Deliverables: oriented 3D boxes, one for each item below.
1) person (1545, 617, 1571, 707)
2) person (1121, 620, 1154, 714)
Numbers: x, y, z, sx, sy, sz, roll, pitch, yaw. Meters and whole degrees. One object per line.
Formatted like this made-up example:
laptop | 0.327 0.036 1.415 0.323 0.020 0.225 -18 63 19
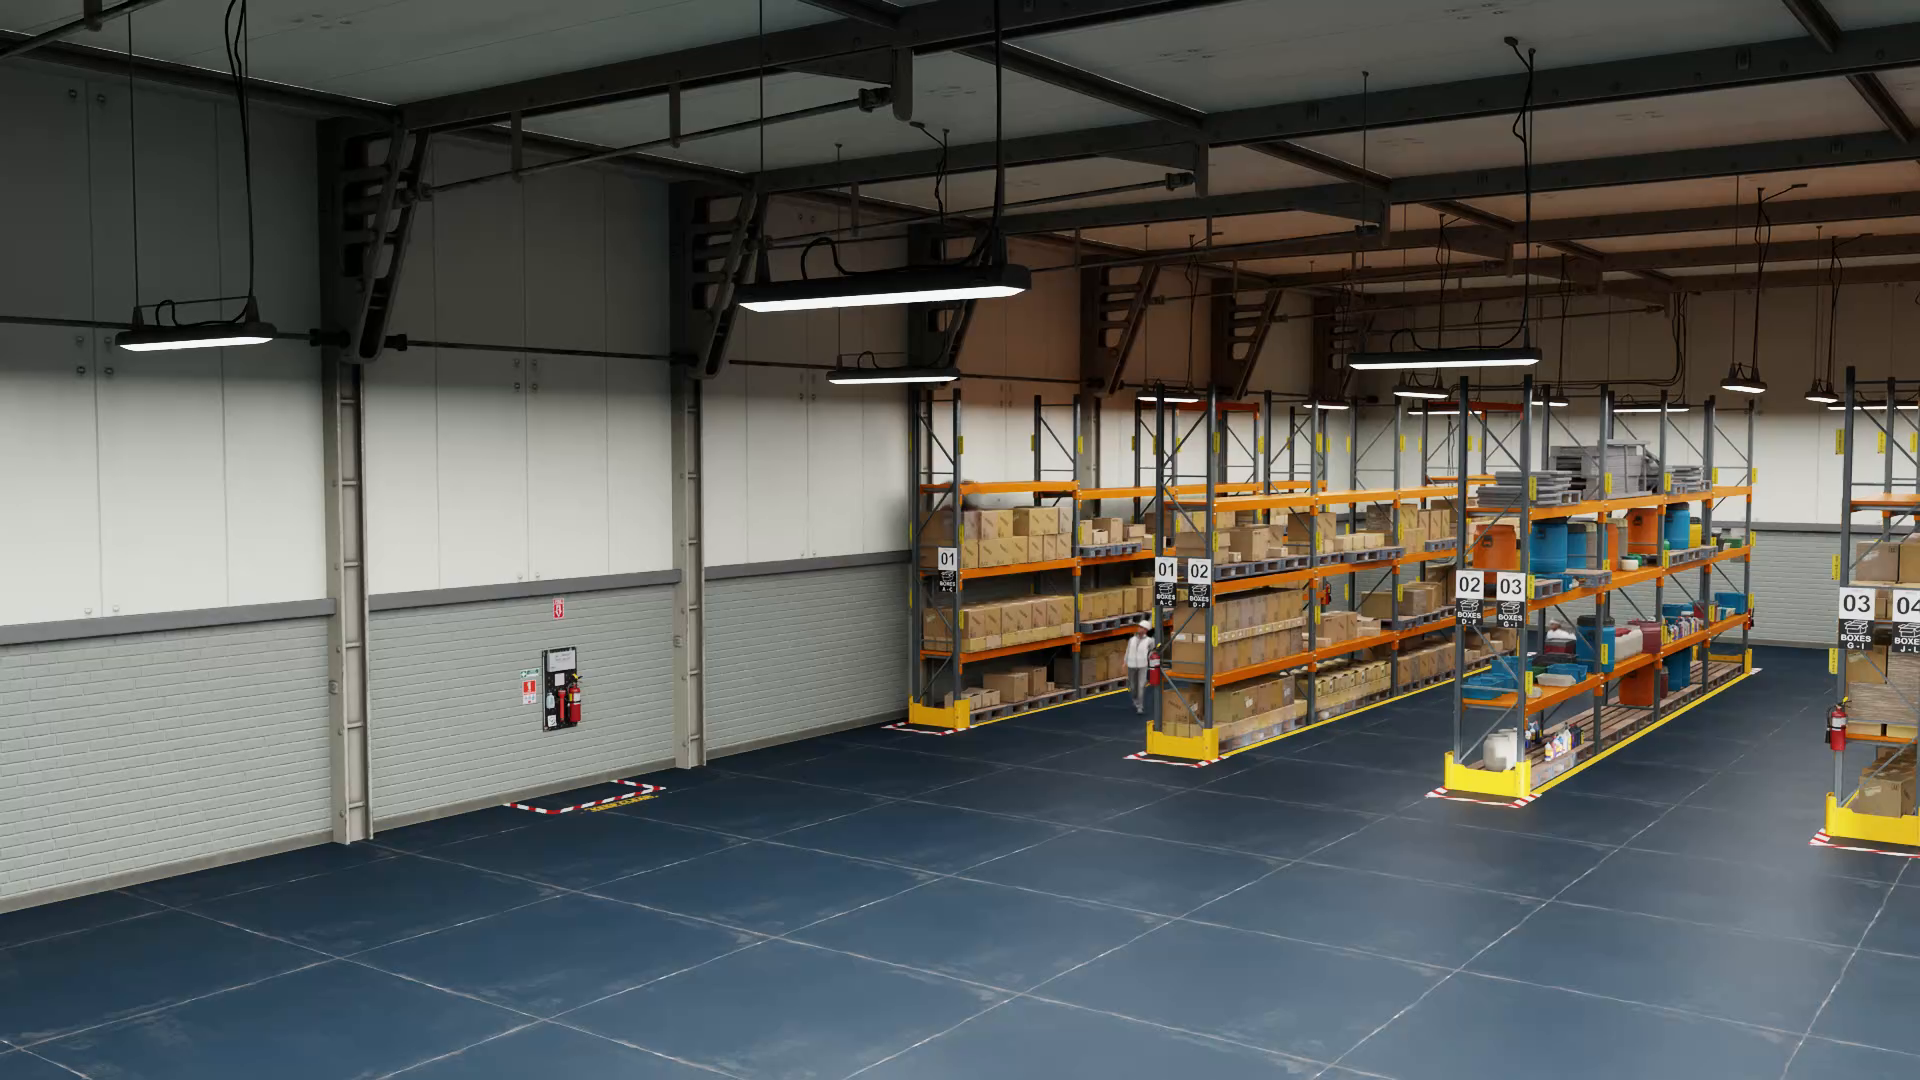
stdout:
person | 11.515 2.329 32.134 0.621 1.694 0.816 3 5 45
person | 3.352 2.371 31.204 0.617 1.721 0.949 1 3 16
